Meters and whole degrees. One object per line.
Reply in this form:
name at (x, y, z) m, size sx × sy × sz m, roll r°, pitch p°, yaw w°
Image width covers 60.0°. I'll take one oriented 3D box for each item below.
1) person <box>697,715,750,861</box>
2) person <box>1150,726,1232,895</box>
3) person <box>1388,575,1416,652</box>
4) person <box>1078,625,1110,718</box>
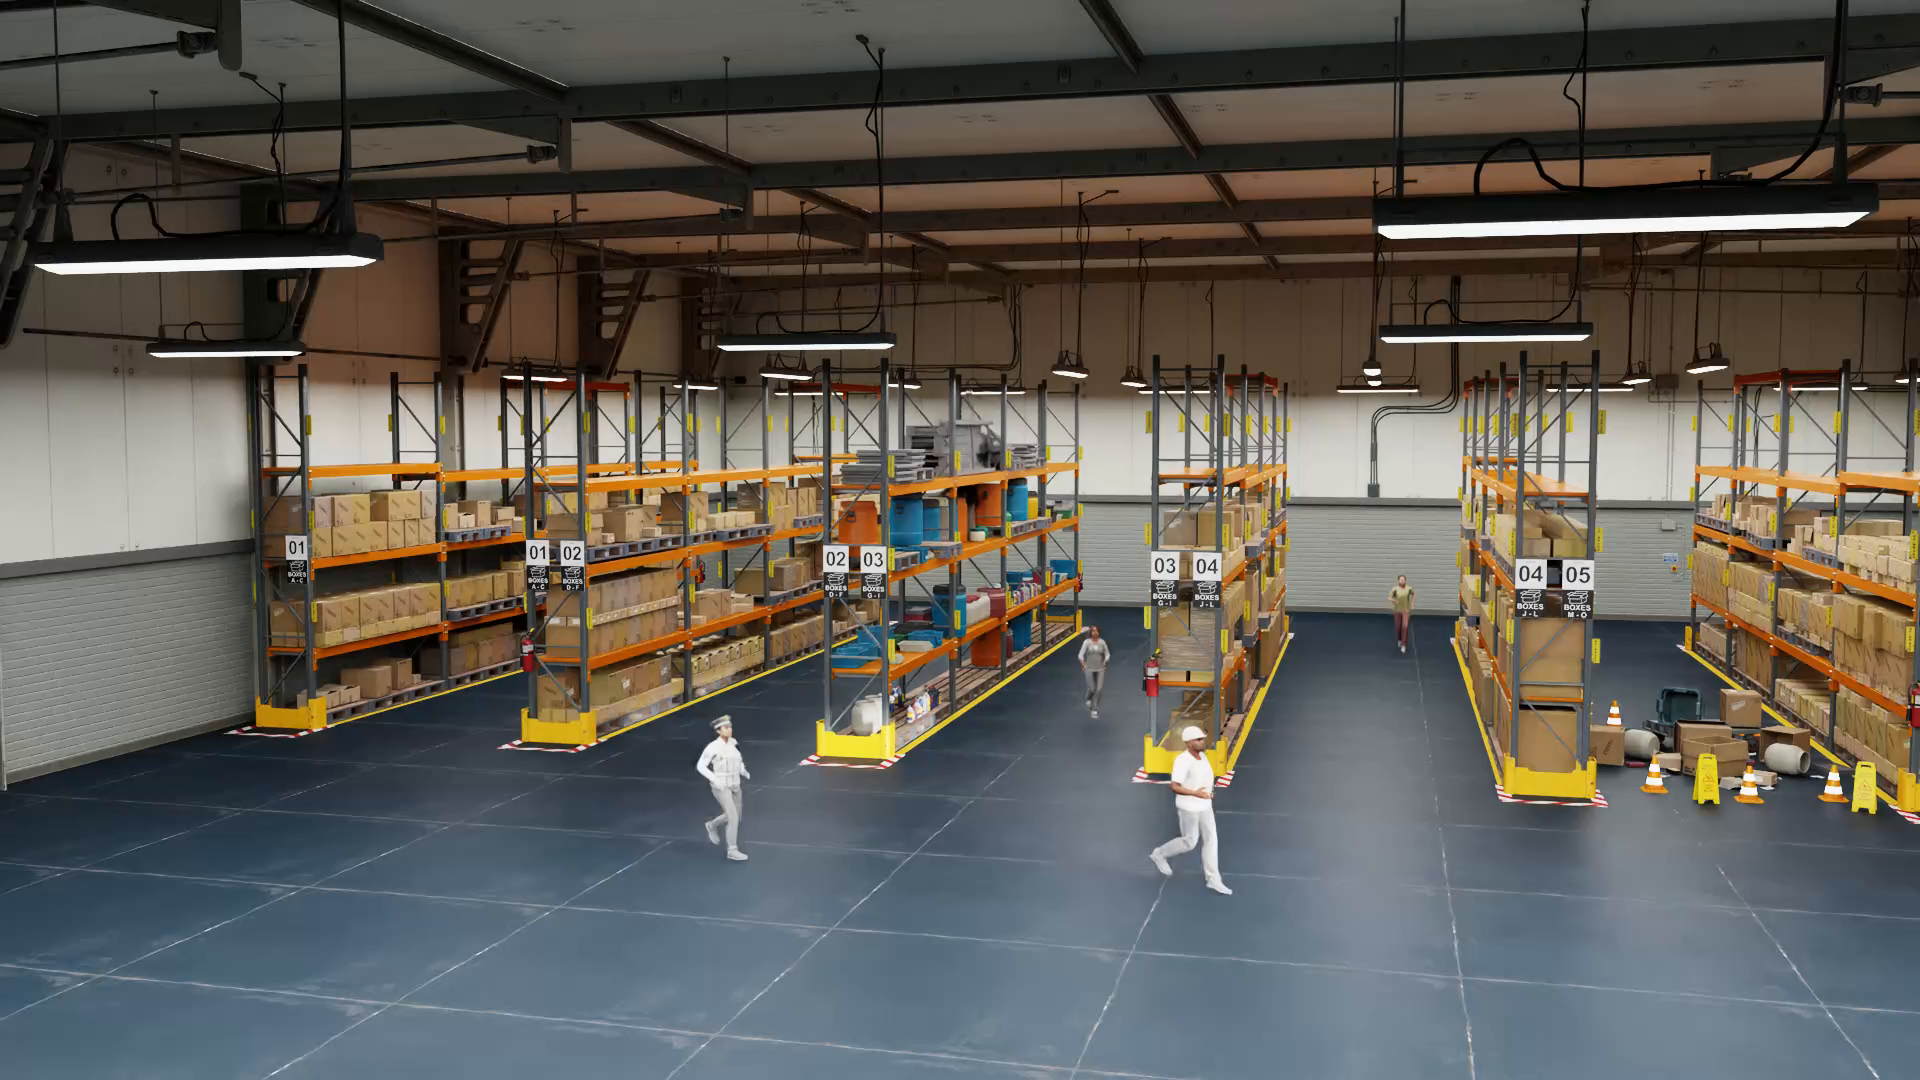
person at (-2.726, 2.845, 19.240) m, size 0.694 × 1.656 × 0.623 m, roll 3°, pitch 5°, yaw 37°
person at (2.503, 2.883, 17.924) m, size 0.963 × 1.771 × 0.700 m, roll 3°, pitch 5°, yaw 40°
person at (9.784, 1.601, 36.847) m, size 0.587 × 1.669 × 0.976 m, roll 1°, pitch 4°, yaw 16°
person at (2.271, 2.211, 28.058) m, size 0.538 × 1.552 × 0.544 m, roll 0°, pitch 4°, yaw -3°
